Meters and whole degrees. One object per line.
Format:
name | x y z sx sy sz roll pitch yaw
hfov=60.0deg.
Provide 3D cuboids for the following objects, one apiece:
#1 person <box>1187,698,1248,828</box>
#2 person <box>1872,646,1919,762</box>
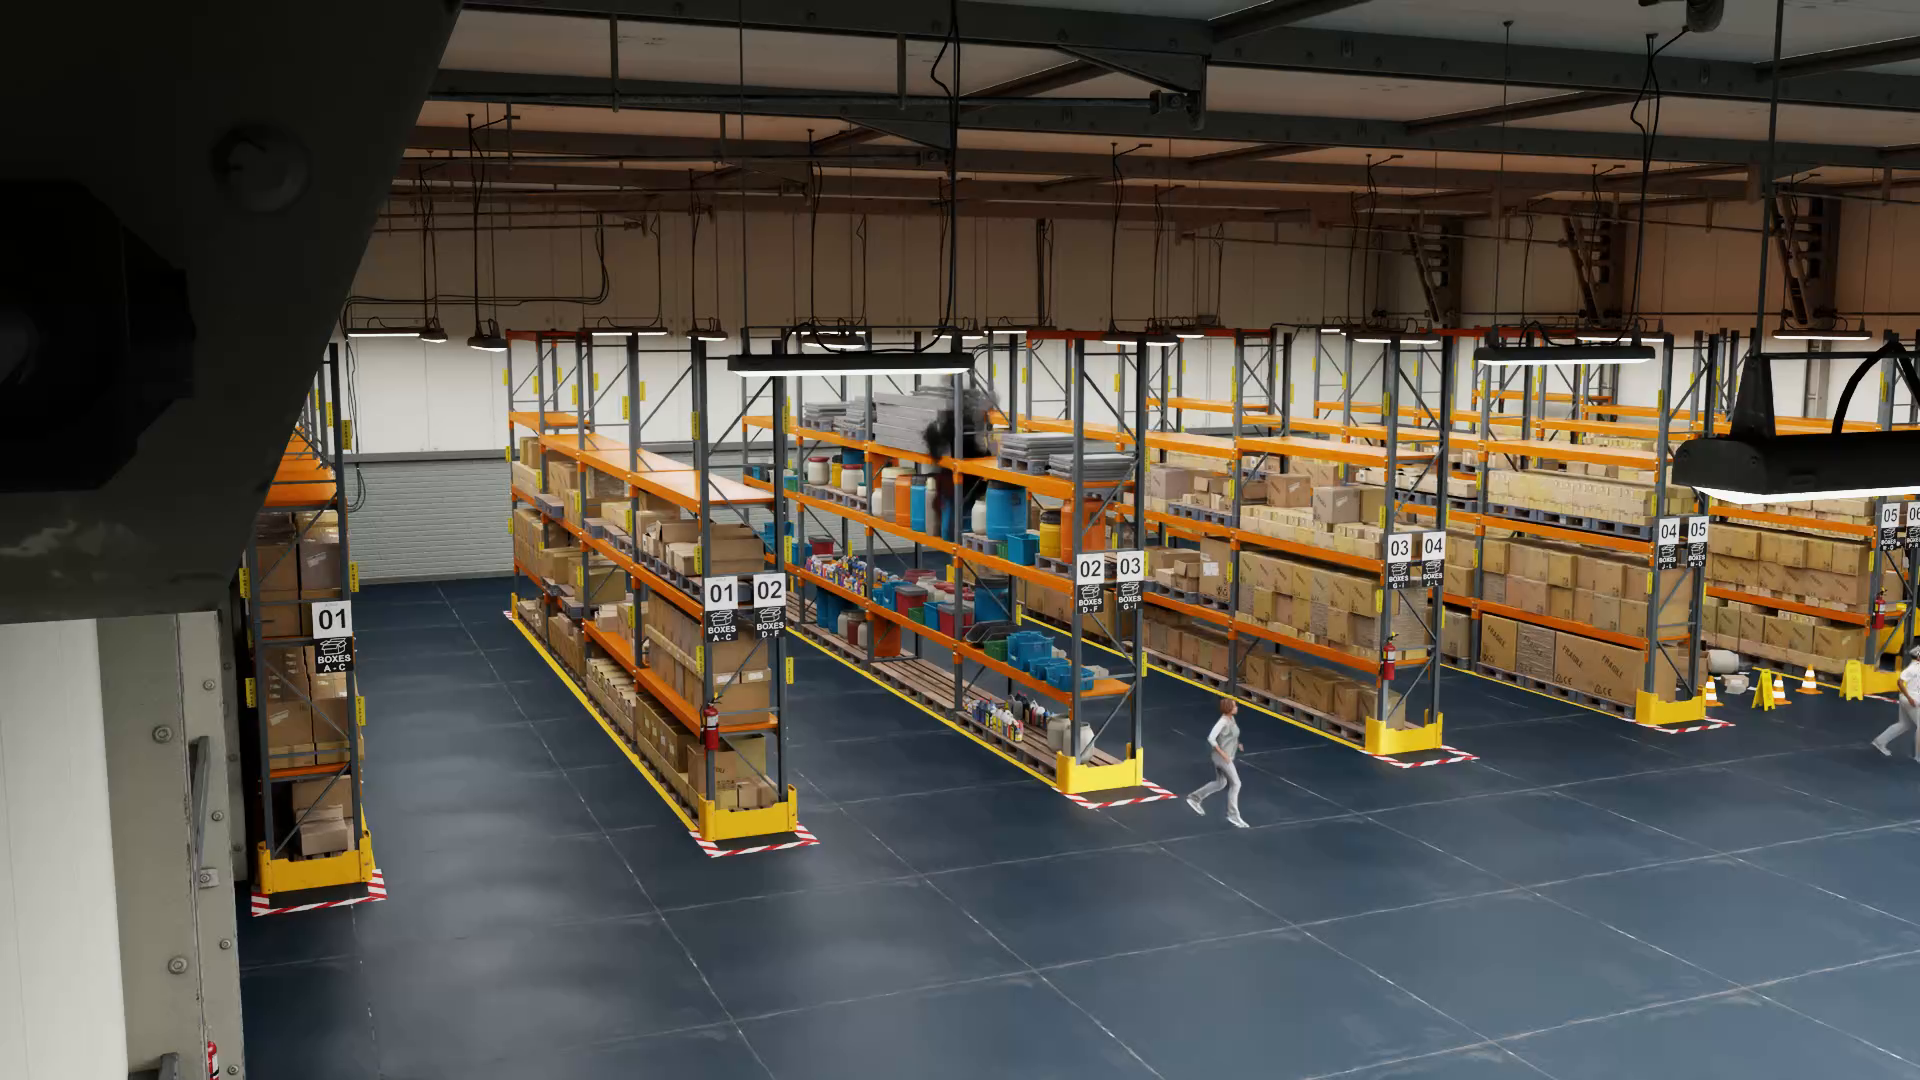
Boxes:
person | 3.218 2.743 20.678 0.777 1.619 0.547 2 8 14
person | 13.392 2.304 23.500 0.815 1.735 0.576 4 9 30
